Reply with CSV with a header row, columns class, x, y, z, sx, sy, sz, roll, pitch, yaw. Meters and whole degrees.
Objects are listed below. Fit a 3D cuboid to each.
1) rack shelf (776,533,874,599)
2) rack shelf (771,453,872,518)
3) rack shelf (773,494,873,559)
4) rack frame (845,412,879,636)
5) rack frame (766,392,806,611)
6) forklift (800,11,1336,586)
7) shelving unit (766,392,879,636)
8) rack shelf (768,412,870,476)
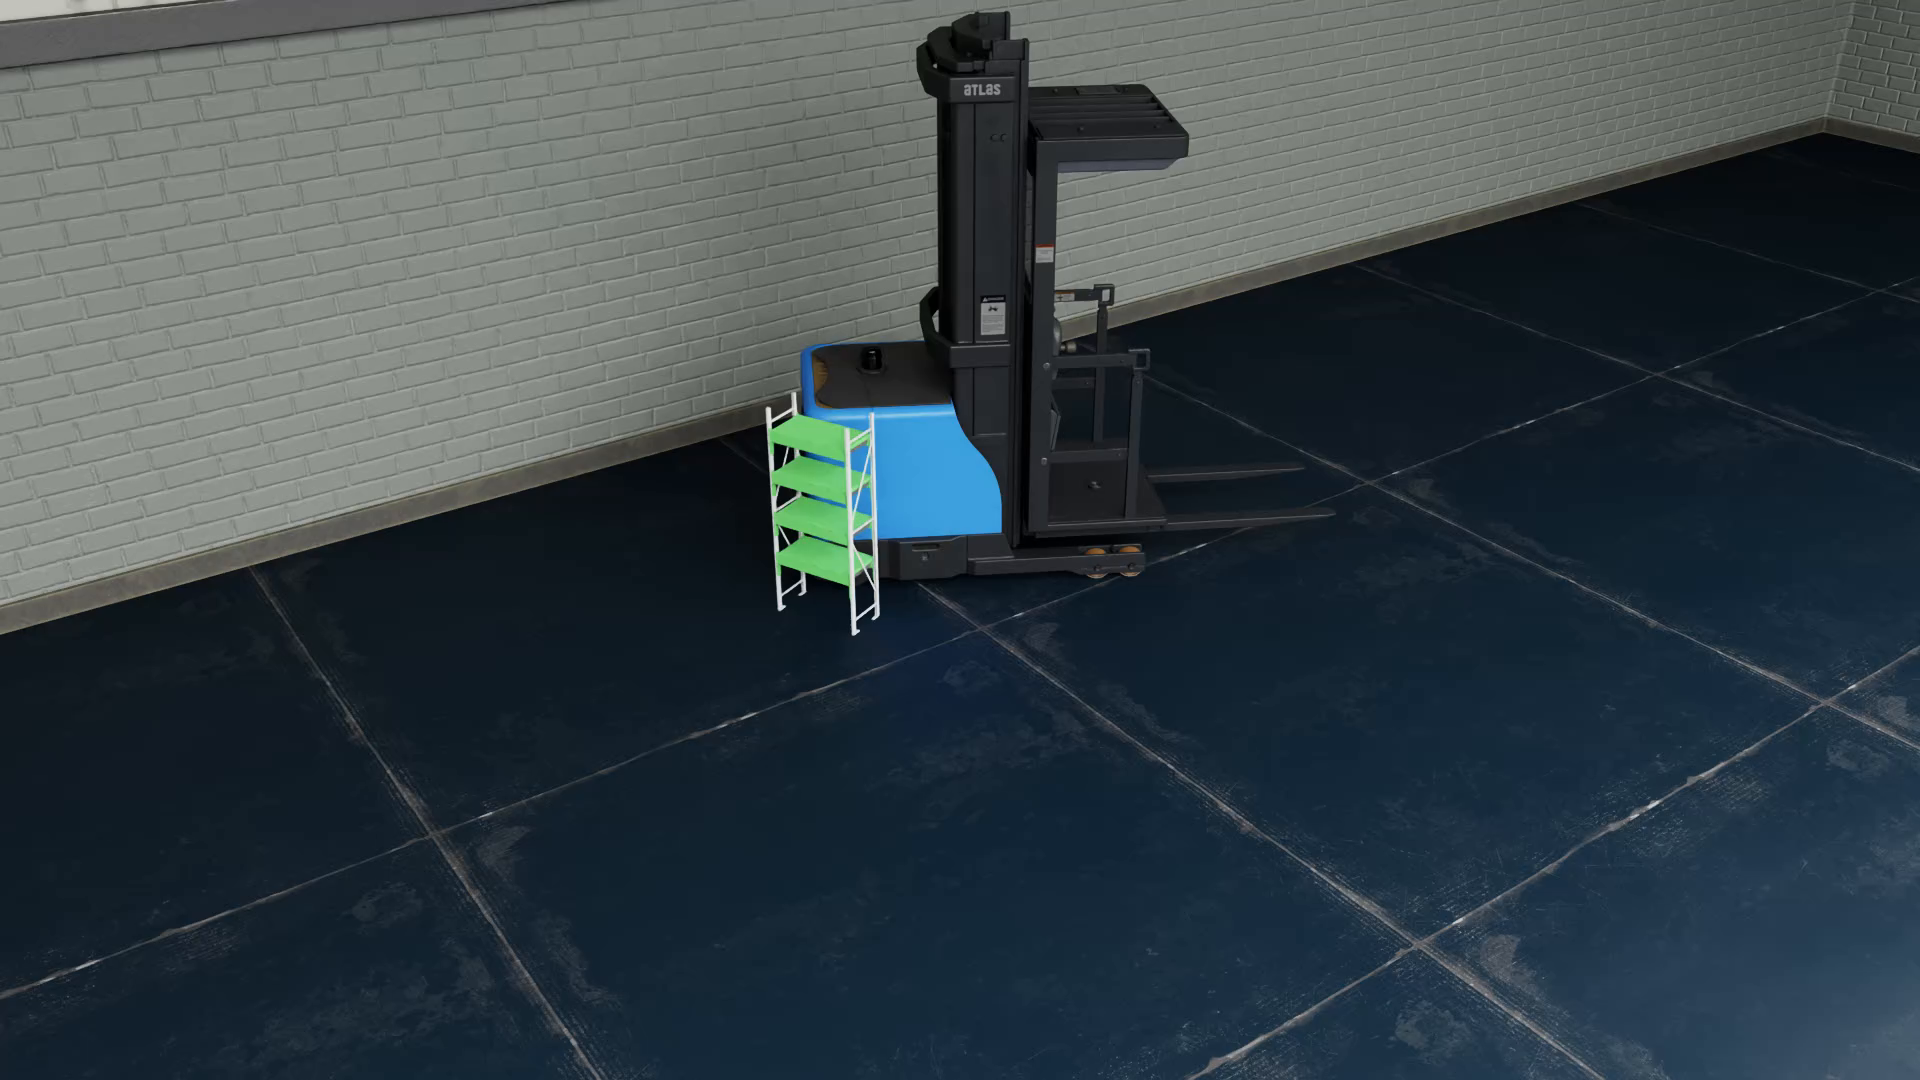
class,x,y,z,sx,sy,sz,roll,pitch,yaw
rack shelf,-0.713,0.136,8.879,0.480,0.148,0.258,16,32,27
rack shelf,-0.713,-0.286,8.650,0.480,0.148,0.258,16,32,27
rack shelf,-0.713,-0.075,8.764,0.480,0.148,0.258,16,32,27
rack frame,-0.505,-0.071,8.622,0.015,1.200,0.240,16,32,27
rack frame,-0.922,-0.192,8.846,0.015,1.200,0.240,16,32,27
forklift,0.623,-1.321,9.111,3.031,2.935,1.130,-3,29,-6
shelving unit,-0.713,-0.131,8.734,0.503,1.200,0.258,16,32,27
rack shelf,-0.713,-0.497,8.536,0.480,0.148,0.258,16,32,27
